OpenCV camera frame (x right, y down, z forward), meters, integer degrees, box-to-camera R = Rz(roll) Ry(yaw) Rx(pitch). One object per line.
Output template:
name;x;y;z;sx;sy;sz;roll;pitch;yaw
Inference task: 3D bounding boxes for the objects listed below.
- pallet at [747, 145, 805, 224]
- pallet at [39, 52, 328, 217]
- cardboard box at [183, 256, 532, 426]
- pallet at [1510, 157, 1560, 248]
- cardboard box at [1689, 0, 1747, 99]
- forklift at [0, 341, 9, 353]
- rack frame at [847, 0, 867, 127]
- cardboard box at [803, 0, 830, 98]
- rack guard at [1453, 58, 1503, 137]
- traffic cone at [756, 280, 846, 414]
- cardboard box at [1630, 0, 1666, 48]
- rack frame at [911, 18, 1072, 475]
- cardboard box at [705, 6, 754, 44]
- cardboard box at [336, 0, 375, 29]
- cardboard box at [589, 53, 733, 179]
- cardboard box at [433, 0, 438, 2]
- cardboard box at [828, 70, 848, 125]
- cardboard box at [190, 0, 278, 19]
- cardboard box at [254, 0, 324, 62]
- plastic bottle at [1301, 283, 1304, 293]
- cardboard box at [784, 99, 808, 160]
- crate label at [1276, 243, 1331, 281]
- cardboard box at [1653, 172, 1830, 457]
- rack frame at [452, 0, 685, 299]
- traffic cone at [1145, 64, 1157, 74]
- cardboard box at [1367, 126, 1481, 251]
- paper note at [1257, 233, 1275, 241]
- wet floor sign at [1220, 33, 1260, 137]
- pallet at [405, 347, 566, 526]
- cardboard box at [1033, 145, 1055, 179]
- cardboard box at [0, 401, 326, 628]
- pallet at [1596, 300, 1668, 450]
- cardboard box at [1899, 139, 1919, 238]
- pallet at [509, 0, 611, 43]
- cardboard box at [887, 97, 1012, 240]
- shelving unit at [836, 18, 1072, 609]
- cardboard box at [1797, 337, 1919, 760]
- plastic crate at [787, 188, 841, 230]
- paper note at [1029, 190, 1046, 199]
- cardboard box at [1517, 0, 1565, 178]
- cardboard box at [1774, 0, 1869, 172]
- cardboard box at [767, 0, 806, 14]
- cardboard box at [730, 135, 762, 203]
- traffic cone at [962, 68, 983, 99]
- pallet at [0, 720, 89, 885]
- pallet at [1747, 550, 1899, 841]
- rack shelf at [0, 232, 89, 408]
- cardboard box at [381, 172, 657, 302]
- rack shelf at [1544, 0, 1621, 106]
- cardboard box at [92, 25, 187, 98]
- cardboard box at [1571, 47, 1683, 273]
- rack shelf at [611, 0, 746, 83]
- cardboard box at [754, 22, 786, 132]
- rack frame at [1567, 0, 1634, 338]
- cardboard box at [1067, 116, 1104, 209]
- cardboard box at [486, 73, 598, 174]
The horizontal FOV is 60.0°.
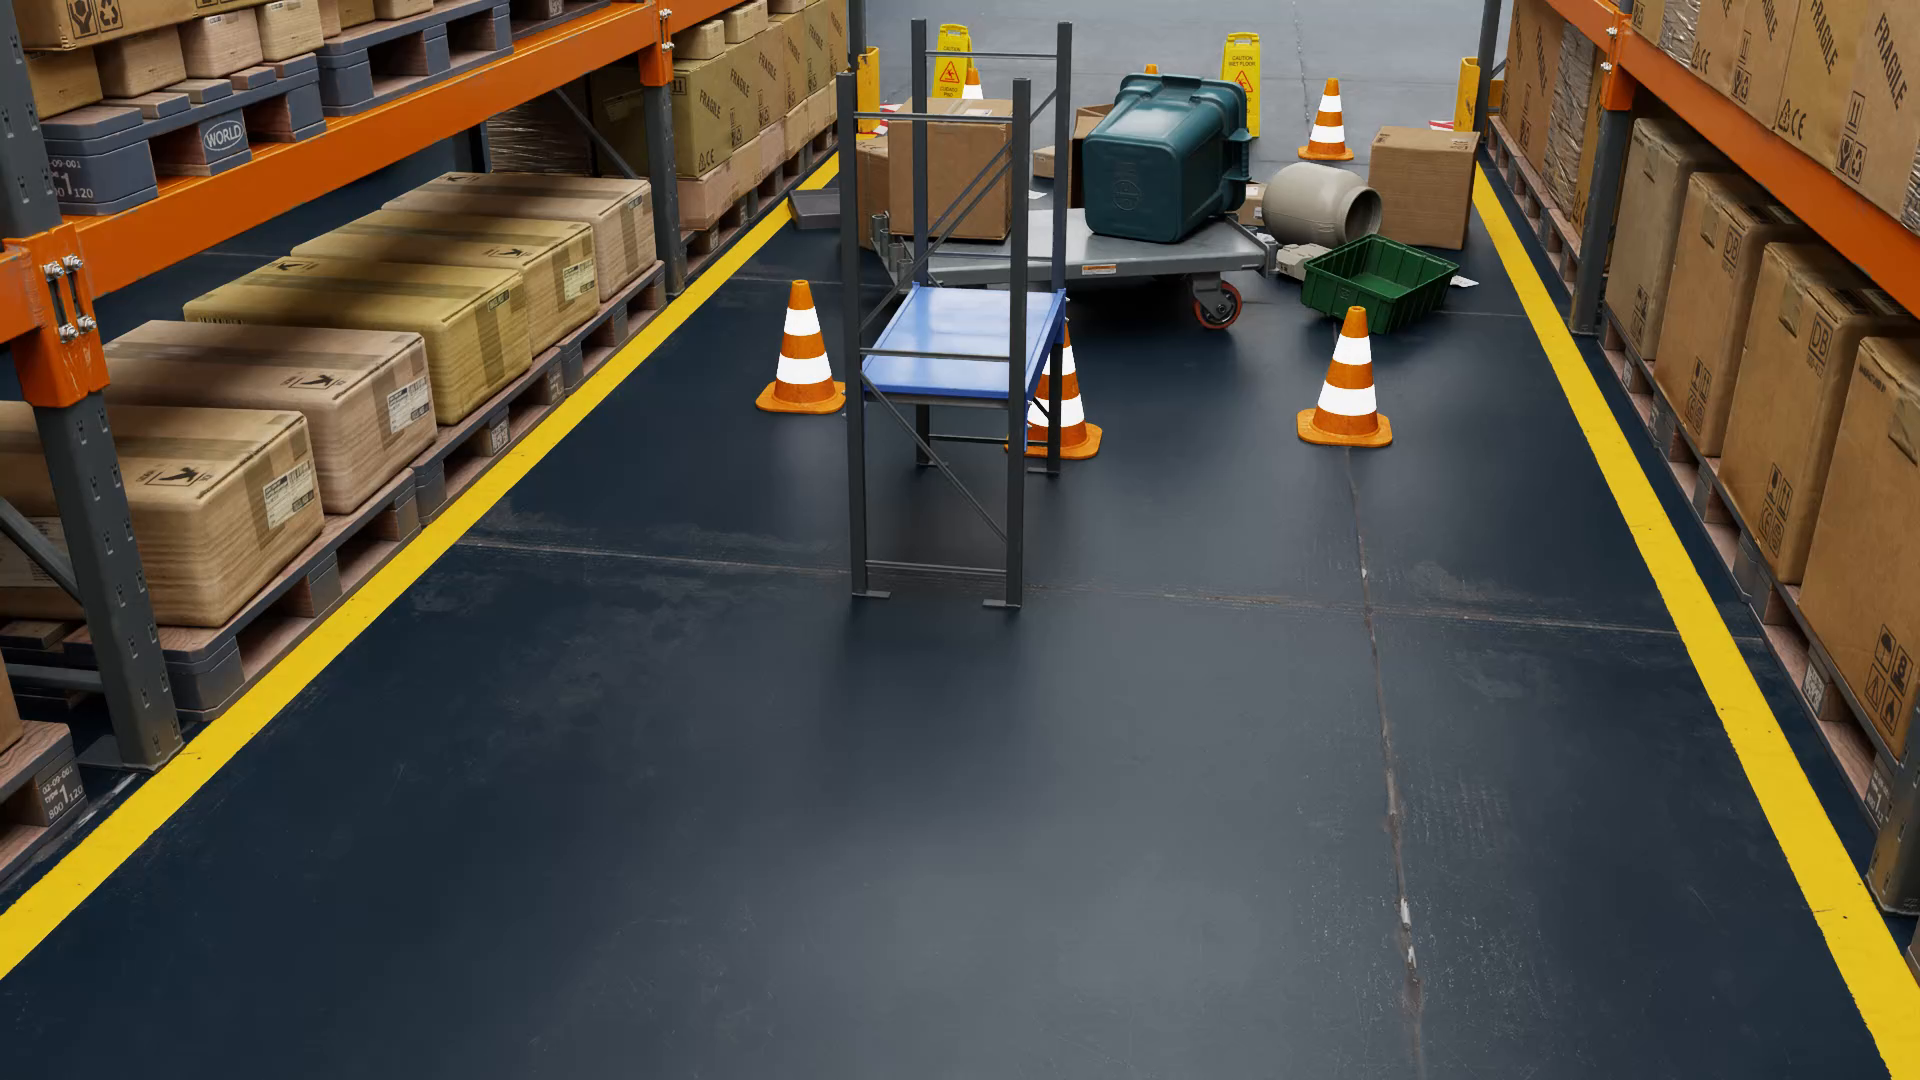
pallet;-1.507;-2.055;9.391;1.003;0.211;1.213;4;25;9
pallet;-2.421;-1.068;4.220;1.213;0.211;1.003;4;25;9
cardboard box;-2.088;-0.711;5.836;0.950;0.372;0.625;5;26;10
pallet;3.520;-1.783;8.811;1.003;0.211;1.213;4;25;9
cardboard box;2.604;-1.646;5.110;0.500;0.500;0.500;4;25;8
forklift;-4.533;-2.105;6.289;1.130;2.935;3.031;4;25;8
rack frame;-1.125;-4.196;10.675;1.000;3.000;0.127;4;25;9
cardboard box;-1.081;-2.909;9.789;0.500;0.500;0.500;5;26;10
rack guard;3.779;-2.773;10.584;1.175;0.500;0.348;4;25;9
traffic cone;-0.600;-0.758;6.324;0.336;0.463;0.334;4;25;9
cardboard box;2.770;-2.066;6.008;0.500;0.500;0.500;4;25;9
rack frame;0.097;-0.928;5.462;0.500;1.500;0.032;4;25;9
cardboard box;-1.254;-2.592;8.348;0.380;0.149;0.250;5;26;11
cardboard box;-1.991;-1.617;4.967;0.380;0.149;0.250;5;26;11
cardboard box;-1.416;-2.035;7.923;0.500;0.500;0.500;5;26;11
cardboard box;-1.916;-1.836;5.435;0.380;0.149;0.250;3;25;7
cardboard box;-0.996;-2.774;10.386;0.500;0.250;0.500;4;25;8
cardboard box;-2.053;-1.611;4.189;0.500;0.500;0.500;5;26;11
cardboard box;-1.961;-1.390;4.482;0.380;0.149;0.250;4;25;9
plastic bottle;1.677;-1.111;7.552;0.133;0.061;0.283;-9;27;-19
cardboard box;-1.164;-2.349;9.477;0.500;0.250;0.500;3;25;7
crate label;1.650;-1.316;7.900;0.298;0.136;0.250;-14;29;-27
cardboard box;2.947;-0.724;5.418;1.050;0.750;0.750;4;25;9
rack frame;-1.779;-2.523;7.101;1.000;3.000;0.127;4;25;9
traffic cone;1.228;-2.843;10.778;0.336;0.463;0.334;4;25;9
cardboard box;2.362;-1.811;8.527;0.500;0.500;0.500;8;26;18
paper note;1.538;-1.569;8.574;0.172;0.023;0.155;13;28;26
wet floor sign;1.826;-2.978;10.851;0.267;0.644;0.232;0;25;-1
pallet;-2.102;-0.422;5.903;1.003;0.211;1.213;4;25;9
cardboard box;0.654;-2.217;9.810;0.380;0.149;0.250;19;31;35
cardboard box;-2.330;-0.085;4.499;0.950;0.372;0.625;2;25;5
pallet;3.069;-0.631;6.350;1.003;0.211;1.213;4;25;9
cardboard box;2.276;-0.801;3.306;0.500;0.500;0.500;4;25;9
pallet;-2.047;-2.126;6.481;1.003;0.211;1.213;4;25;9
cardboard box;-0.018;-1.623;7.234;0.500;0.500;0.500;4;25;9
shelving unit;0.014;-0.715;5.008;0.538;1.500;1.048;4;25;9
cardboard box;2.656;0.031;3.804;1.050;0.750;0.750;4;25;8
plastic crate;-0.713;-1.800;9.002;0.402;0.080;0.583;-5;25;-10
paper note;0.397;-1.968;9.431;0.148;0.019;0.142;13;28;26
cardboard box;3.587;-2.467;8.992;0.875;0.875;0.875;4;25;8
cardboard box;2.441;-1.219;4.198;0.500;0.500;0.500;4;25;8
cardboard box;-1.081;-3.048;9.321;0.380;0.149;0.250;5;26;11
cardboard box;-1.340;-1.920;8.561;0.500;0.250;0.500;5;26;11
traffic cone;0.077;-2.778;10.638;0.336;0.463;0.334;4;25;9
pallet;-2.636;0.738;3.425;1.003;0.211;1.213;4;25;9
pallet;2.671;0.389;4.169;1.003;0.211;1.213;4;25;9
rack shelf;-2.759;0.312;1.893;1.077;0.370;4.000;4;25;9
cardboard box;-1.862;-1.303;7.100;0.950;0.372;0.625;4;25;9
rack shelf;3.448;-2.733;8.398;1.077;0.370;4.000;4;25;9
cardboard box;-2.117;-1.165;4.002;0.380;0.149;0.250;2;25;5
cardboard box;3.293;-1.708;7.372;0.875;0.875;0.875;4;25;9
rack shelf;-1.452;-3.033;9.041;1.077;0.370;4.000;4;25;9
cardboard box;-1.254;-2.477;8.867;0.500;0.500;0.500;5;26;11
rack frame;3.121;-2.222;6.459;1.000;3.000;0.127;4;25;9
cardboard box;0.941;-1.825;8.395;0.797;0.637;0.503;4;25;9
cardboard box;-1.947;-2.073;8.005;0.500;0.500;0.500;4;25;8
